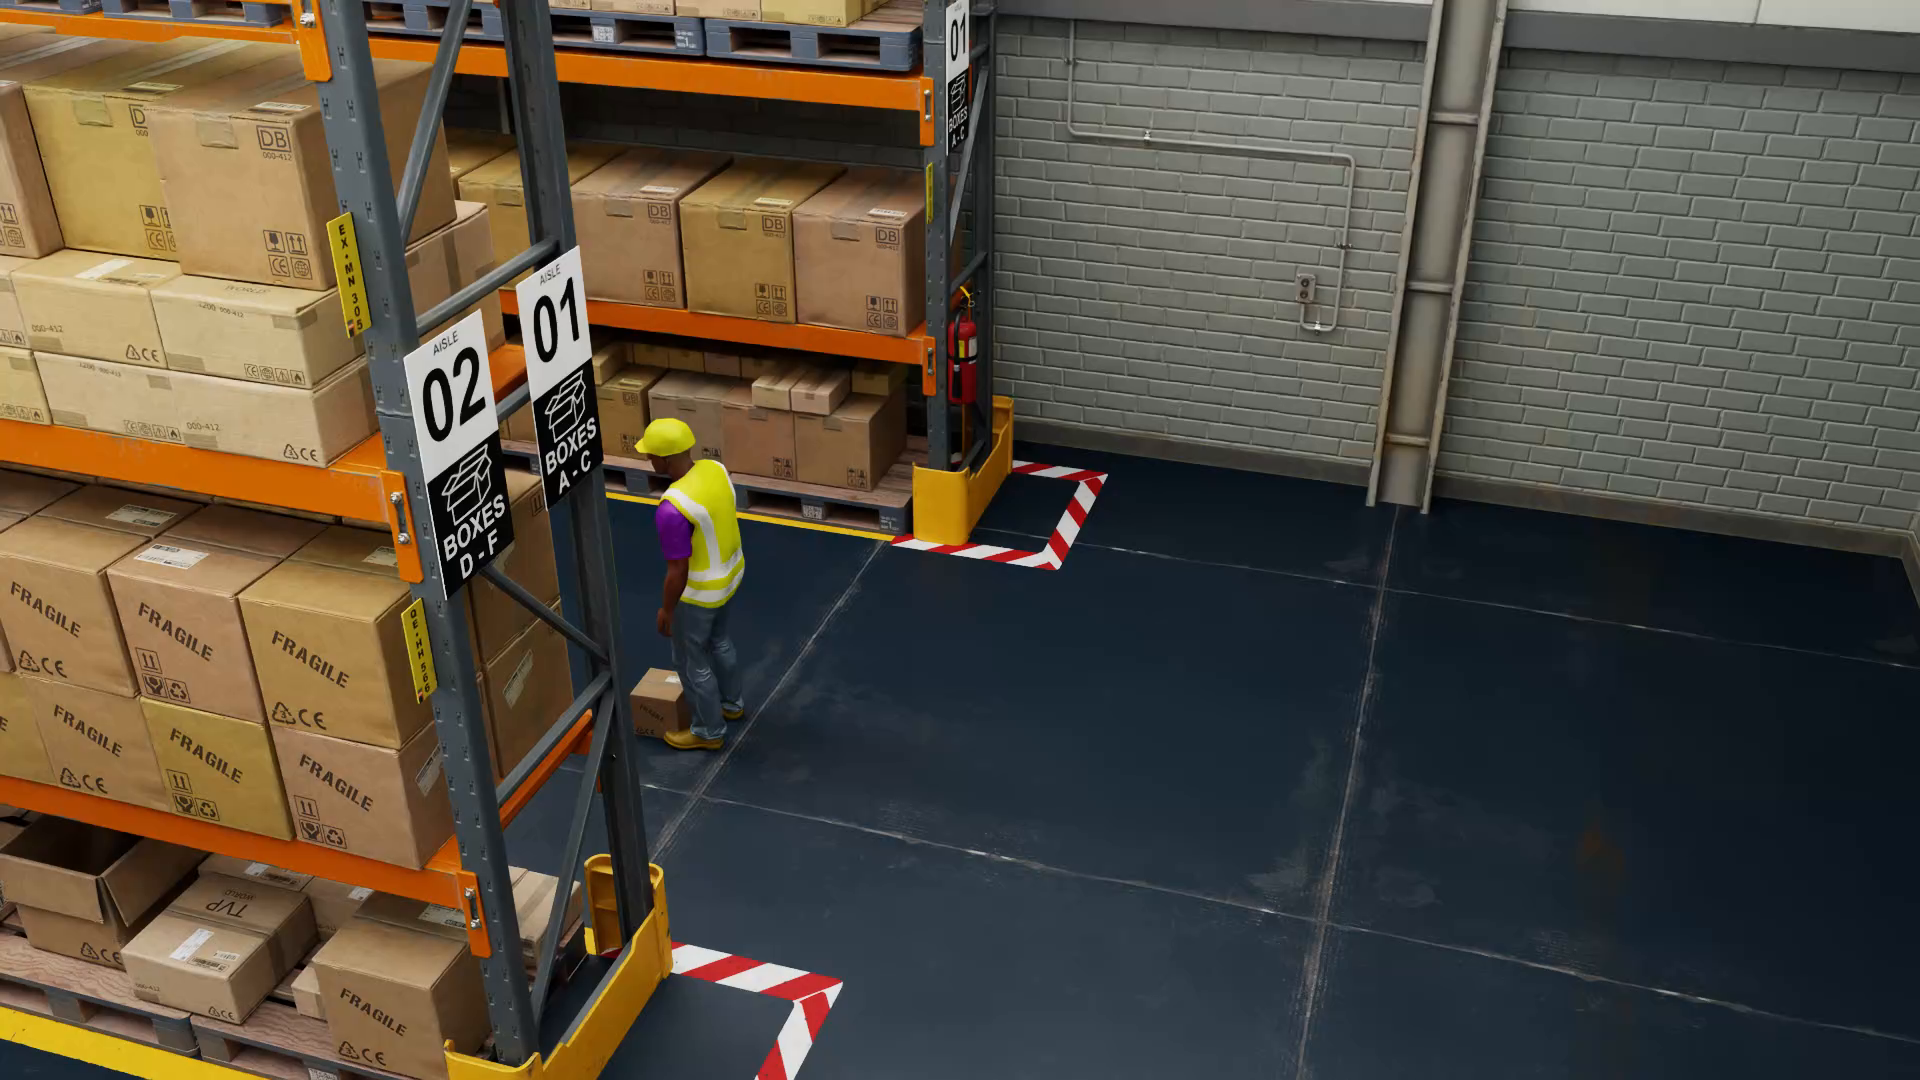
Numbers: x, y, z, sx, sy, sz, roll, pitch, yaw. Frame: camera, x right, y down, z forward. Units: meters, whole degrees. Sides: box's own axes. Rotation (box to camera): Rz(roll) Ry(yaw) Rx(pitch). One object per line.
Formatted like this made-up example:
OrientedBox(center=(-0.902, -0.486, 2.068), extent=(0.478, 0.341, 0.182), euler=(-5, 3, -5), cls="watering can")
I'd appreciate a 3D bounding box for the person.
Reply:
OrientedBox(center=(-1.291, 0.208, 8.114), extent=(0.456, 1.761, 0.628), euler=(9, 30, 15), cls="person")
